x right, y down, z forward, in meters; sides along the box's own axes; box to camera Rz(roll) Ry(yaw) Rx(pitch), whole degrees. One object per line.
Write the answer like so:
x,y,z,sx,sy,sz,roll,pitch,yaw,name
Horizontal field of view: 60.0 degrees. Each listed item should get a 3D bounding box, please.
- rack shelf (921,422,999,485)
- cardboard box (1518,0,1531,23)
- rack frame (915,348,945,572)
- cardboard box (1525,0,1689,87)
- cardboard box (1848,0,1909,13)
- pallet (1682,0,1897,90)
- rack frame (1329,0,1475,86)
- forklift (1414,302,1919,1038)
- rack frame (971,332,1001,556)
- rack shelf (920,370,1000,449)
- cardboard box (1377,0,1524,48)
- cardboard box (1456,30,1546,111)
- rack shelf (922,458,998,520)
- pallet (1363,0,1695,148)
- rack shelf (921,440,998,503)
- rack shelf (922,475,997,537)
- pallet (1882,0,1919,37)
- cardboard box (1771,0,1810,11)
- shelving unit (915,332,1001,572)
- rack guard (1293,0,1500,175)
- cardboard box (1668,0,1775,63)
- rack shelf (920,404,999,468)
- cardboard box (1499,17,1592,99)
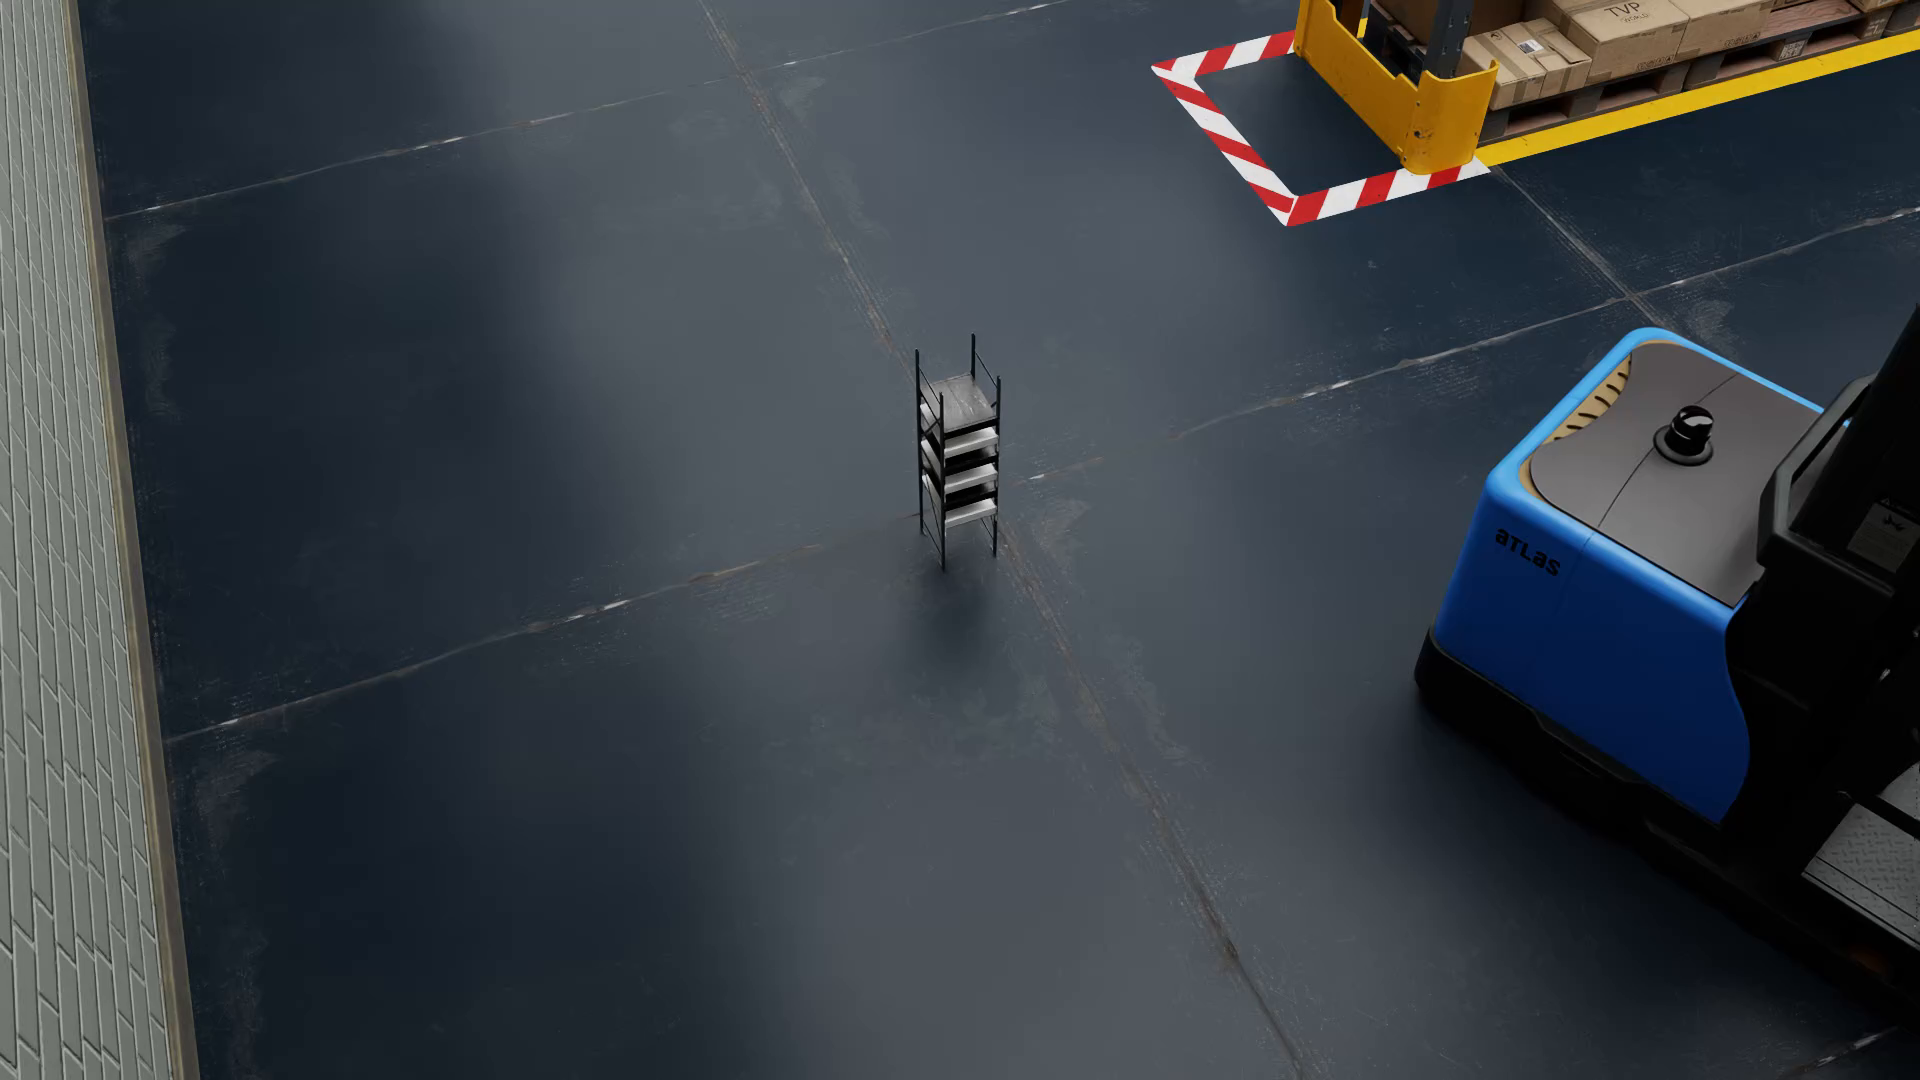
-0.008,-0.328,5.790,0.200,0.077,0.258,-17,52,-14,rack shelf
2.765,-2.671,8.070,0.250,0.166,0.380,-17,52,-14,cardboard box
-0.102,-0.262,5.808,0.006,0.900,0.240,-17,52,-14,rack frame
3.019,-2.416,7.797,0.500,0.250,0.500,-17,52,-14,cardboard box
4.534,-2.905,8.177,0.500,0.311,0.500,-17,52,-14,cardboard box
3.881,-2.758,8.406,1.213,0.211,1.003,-17,52,-14,pallet
1.945,-3.068,6.834,0.127,3.000,1.000,-17,52,-14,rack frame
2.972,0.062,4.191,3.031,2.935,1.130,35,58,26,forklift
0.087,-0.320,5.858,0.006,0.900,0.240,-17,52,-14,rack frame
-0.008,-0.445,5.654,0.200,0.077,0.258,-17,52,-14,rack shelf
2.356,-2.726,7.898,0.500,0.500,0.500,-17,52,-14,cardboard box
2.463,-2.162,7.645,0.250,0.149,0.380,-17,52,-14,cardboard box
-0.008,-0.211,5.927,0.200,0.077,0.258,-17,52,-14,rack shelf
2.754,-2.411,8.108,1.213,0.211,1.003,-17,52,-14,pallet
-0.008,-0.269,5.858,0.200,0.077,0.258,-17,52,-14,rack shelf
-0.008,-0.152,5.995,0.200,0.077,0.258,-17,52,-14,rack shelf
5.012,-3.111,8.709,1.213,0.211,1.003,-17,52,-14,pallet
3.911,-3.003,8.134,0.637,0.503,0.797,-17,52,-14,cardboard box
-0.008,-0.291,5.833,0.210,0.900,0.258,-17,52,-14,shelving unit
2.016,-2.276,7.802,0.348,0.500,1.175,-17,52,-14,rack guard
3.482,-2.560,7.920,0.500,0.250,0.500,-17,52,-14,cardboard box
-0.008,-0.386,5.722,0.200,0.077,0.258,-17,52,-14,rack shelf
2.694,-2.239,7.700,0.250,0.166,0.380,-17,52,-14,cardboard box
